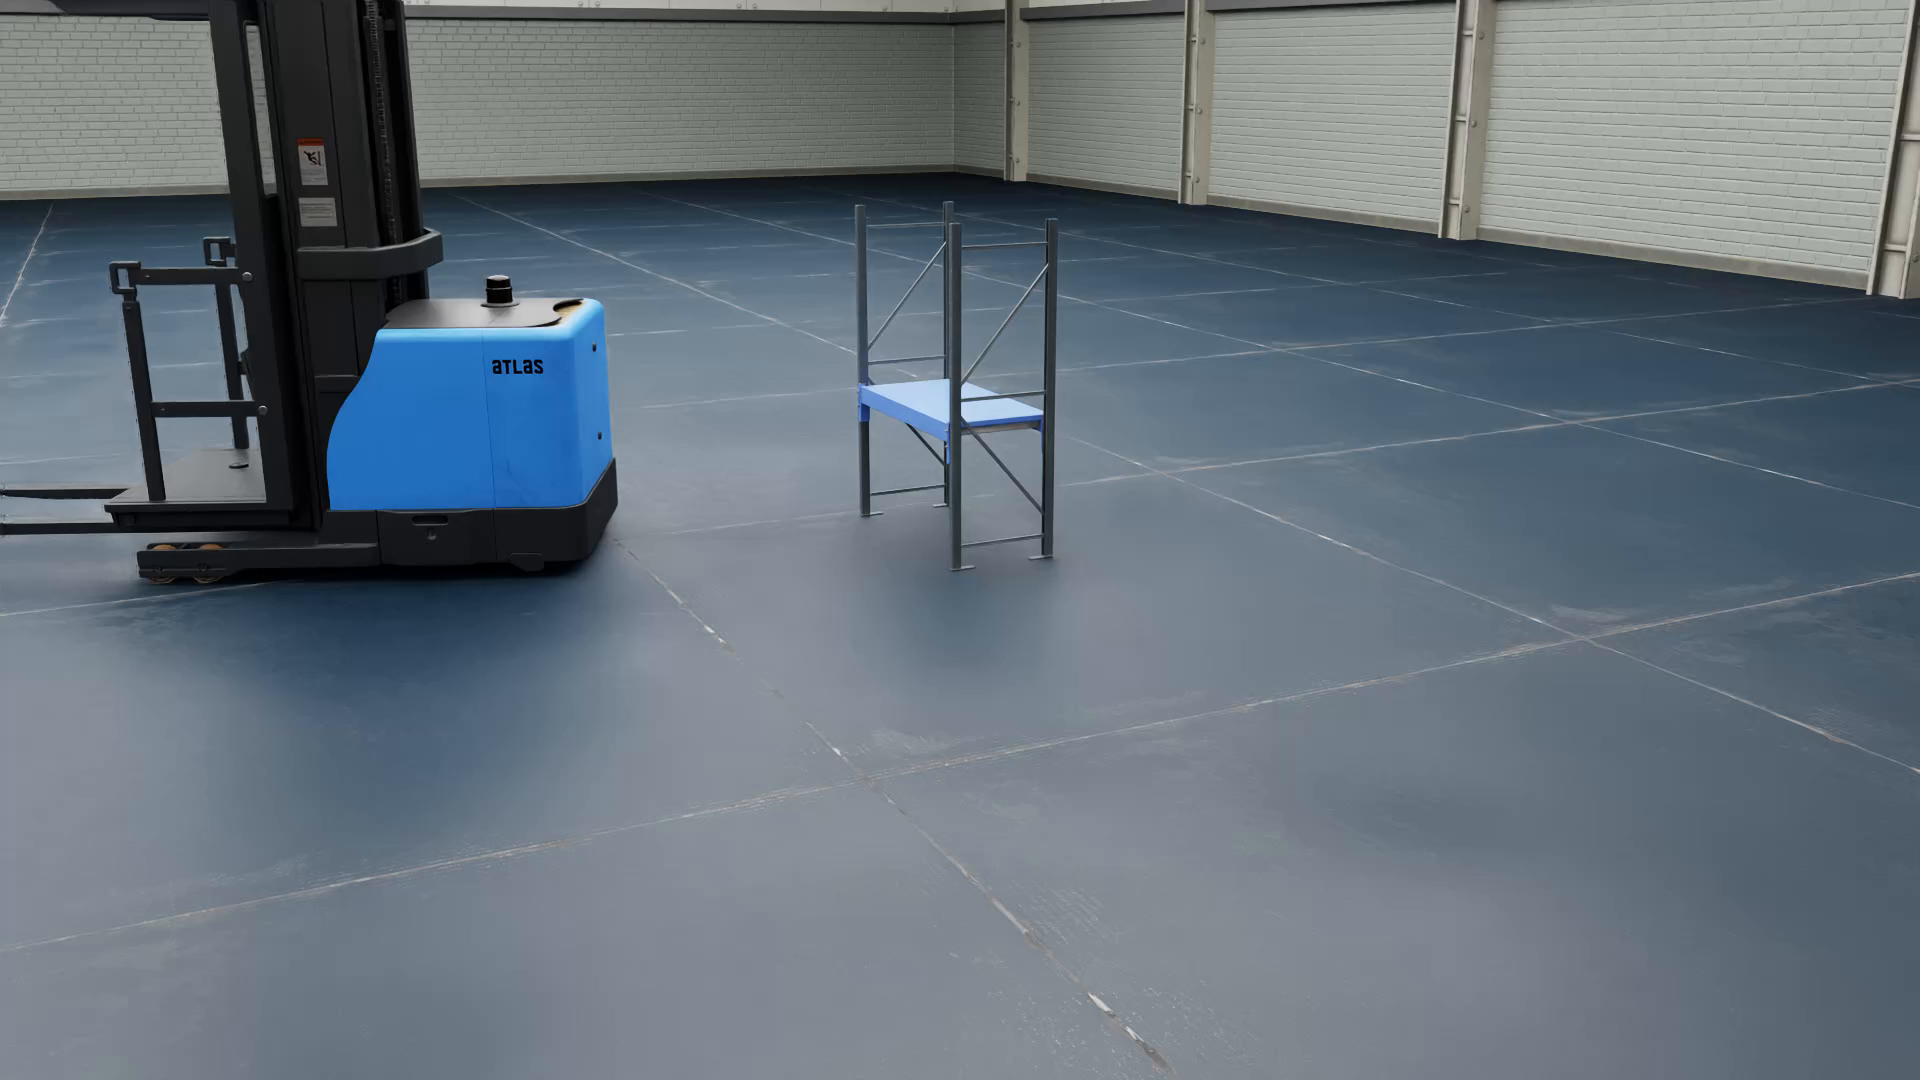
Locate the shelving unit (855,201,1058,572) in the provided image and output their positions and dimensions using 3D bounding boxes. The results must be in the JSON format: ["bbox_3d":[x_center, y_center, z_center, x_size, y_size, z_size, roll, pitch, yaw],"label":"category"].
[{"bbox_3d":[-0.037,-0.742,7.617,0.538,1.500,1.048,-8,18,-25],"label":"shelving unit"}]

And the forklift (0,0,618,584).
[{"bbox_3d":[-3.152,-1.370,7.212,3.031,2.935,1.130,-1,16,-3],"label":"forklift"}]

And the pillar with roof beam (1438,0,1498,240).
[{"bbox_3d":[2.439,-7.629,18.022,9.100,9.000,0.400,-8,18,-25],"label":"pillar with roof beam"}]

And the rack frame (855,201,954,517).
[{"bbox_3d":[-0.260,-0.868,8.057,0.500,1.500,0.032,-8,18,-25],"label":"rack frame"}]

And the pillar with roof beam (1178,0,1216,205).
[{"bbox_3d":[-0.190,-9.117,23.206,9.100,9.000,0.400,-8,18,-25],"label":"pillar with roof beam"}]

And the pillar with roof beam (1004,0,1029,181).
[{"bbox_3d":[-2.818,-10.605,28.390,9.100,9.000,0.400,-8,18,-25],"label":"pillar with roof beam"}]

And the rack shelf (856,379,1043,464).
[{"bbox_3d":[-0.037,-0.569,7.667,0.538,0.185,1.000,-8,18,-25],"label":"rack shelf"}]

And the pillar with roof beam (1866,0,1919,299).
[{"bbox_3d":[5.067,-6.141,12.837,9.100,9.000,0.400,-8,18,-25],"label":"pillar with roof beam"}]

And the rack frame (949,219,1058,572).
[{"bbox_3d":[0.185,-0.616,7.178,0.500,1.500,0.032,-8,18,-25],"label":"rack frame"}]
